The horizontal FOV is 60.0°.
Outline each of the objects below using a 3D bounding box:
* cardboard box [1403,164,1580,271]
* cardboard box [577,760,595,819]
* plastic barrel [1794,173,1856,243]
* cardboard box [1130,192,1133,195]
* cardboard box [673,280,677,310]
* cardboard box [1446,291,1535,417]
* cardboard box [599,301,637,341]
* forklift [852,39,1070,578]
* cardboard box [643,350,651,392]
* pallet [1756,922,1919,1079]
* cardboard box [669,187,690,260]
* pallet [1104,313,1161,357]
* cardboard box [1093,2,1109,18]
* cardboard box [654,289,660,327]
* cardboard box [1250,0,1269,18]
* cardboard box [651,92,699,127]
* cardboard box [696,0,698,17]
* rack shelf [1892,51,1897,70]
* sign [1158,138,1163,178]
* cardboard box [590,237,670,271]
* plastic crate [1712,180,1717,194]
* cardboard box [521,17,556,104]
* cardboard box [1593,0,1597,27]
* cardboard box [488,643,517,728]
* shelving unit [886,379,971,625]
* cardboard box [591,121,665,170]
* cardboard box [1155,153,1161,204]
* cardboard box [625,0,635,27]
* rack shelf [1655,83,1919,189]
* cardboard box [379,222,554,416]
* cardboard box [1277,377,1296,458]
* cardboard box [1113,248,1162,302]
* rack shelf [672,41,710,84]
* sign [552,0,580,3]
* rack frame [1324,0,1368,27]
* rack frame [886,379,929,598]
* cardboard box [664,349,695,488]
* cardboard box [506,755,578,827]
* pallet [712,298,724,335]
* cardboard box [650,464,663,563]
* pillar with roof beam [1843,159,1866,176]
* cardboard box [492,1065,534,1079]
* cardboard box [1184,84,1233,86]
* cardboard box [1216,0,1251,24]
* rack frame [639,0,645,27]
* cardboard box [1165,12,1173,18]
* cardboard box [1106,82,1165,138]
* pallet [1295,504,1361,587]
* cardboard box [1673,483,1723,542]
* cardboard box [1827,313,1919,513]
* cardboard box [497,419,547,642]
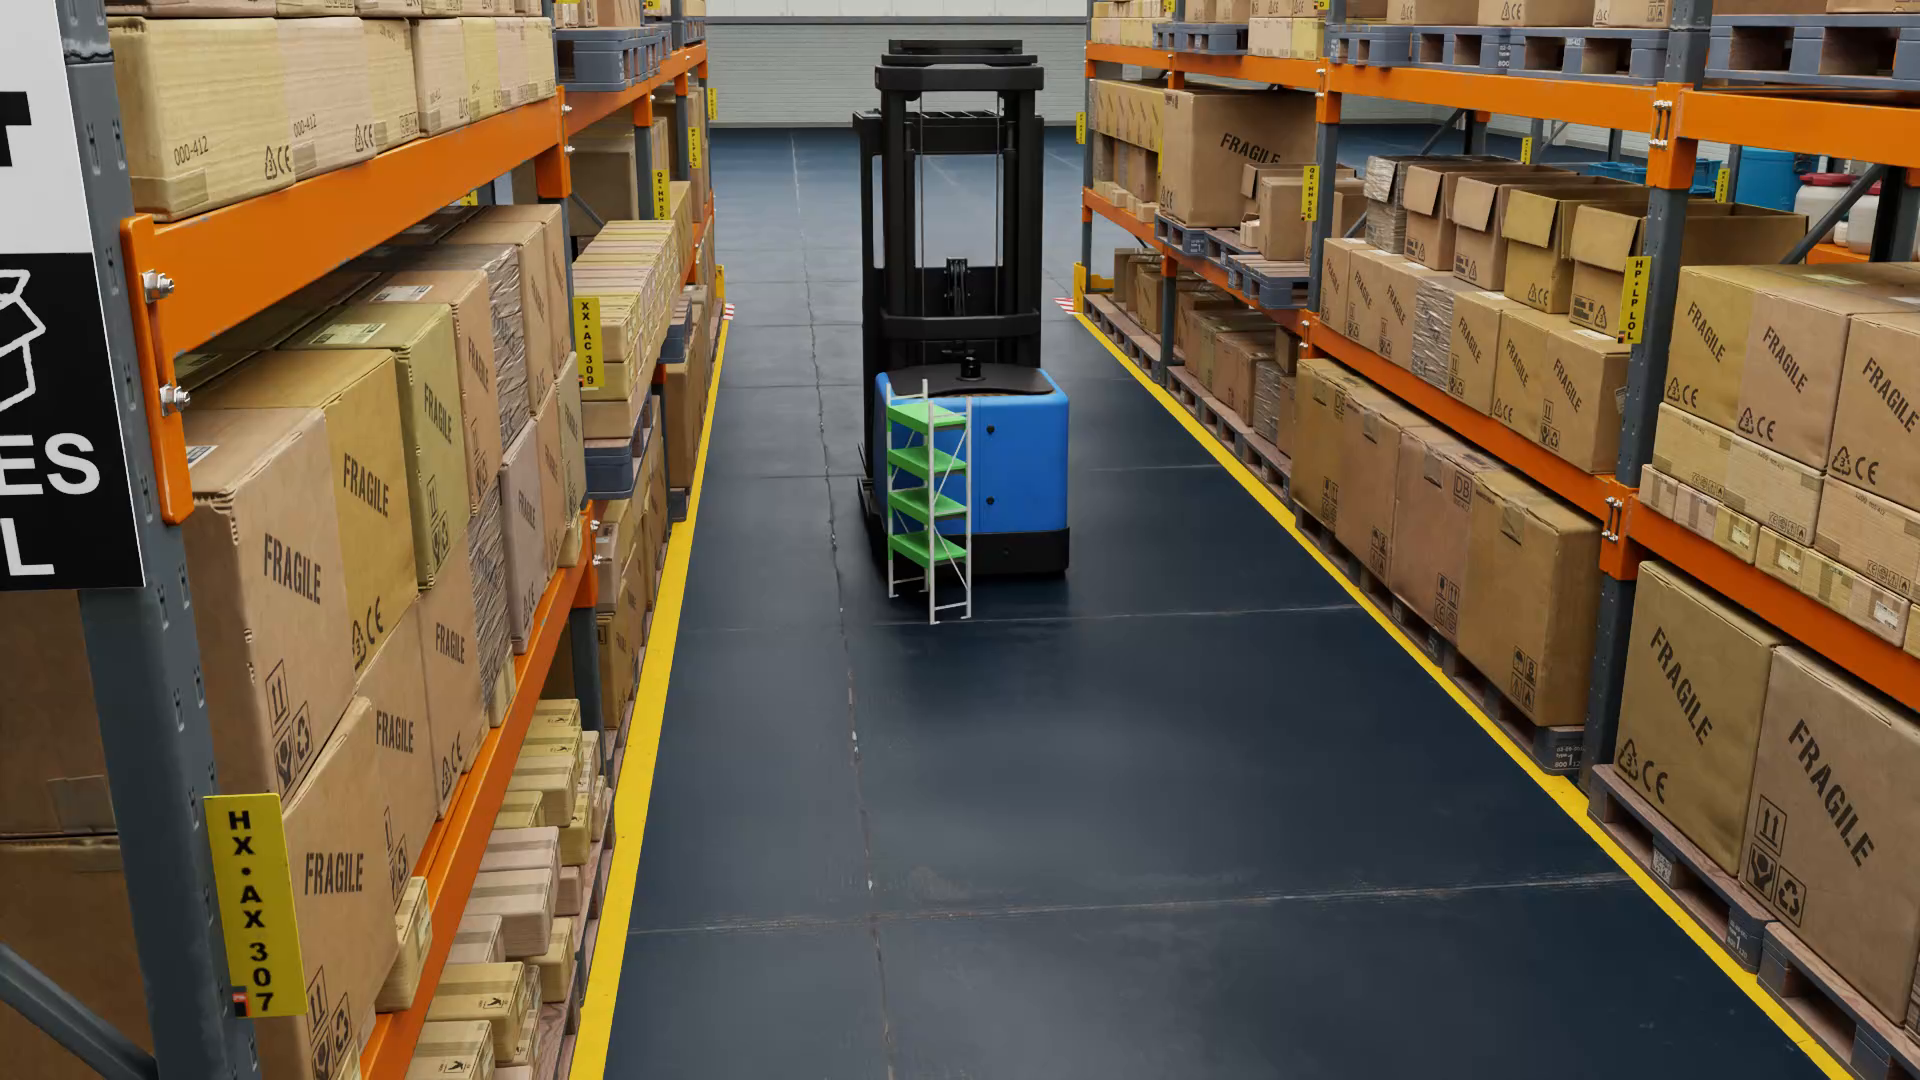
[{"bbox_3d":[2.776,-1.707,8.765,0.797,0.503,0.637,-1,17,-4],"label":"cardboard box"},{"bbox_3d":[-1.490,0.904,5.853,0.380,0.149,0.250,-3,18,-8],"label":"cardboard box"},{"bbox_3d":[7.047,-2.711,13.578,0.433,0.535,0.433,0,17,0],"label":"plastic barrel"},{"bbox_3d":[1.835,-3.244,15.923,0.380,0.149,0.250,-2,18,-6],"label":"cardboard box"},{"bbox_3d":[-1.760,-1.344,9.168,0.380,0.149,0.250,-2,18,-6],"label":"cardboard box"},{"bbox_3d":[2.640,-0.883,7.816,0.500,0.500,0.500,-2,18,-6],"label":"cardboard box"},{"bbox_3d":[-1.497,-0.857,6.625,0.380,0.149,0.250,-1,17,-4],"label":"cardboard box"},{"bbox_3d":[-0.079,-1.586,10.335,1.130,2.935,3.031,-2,18,-7],"label":"forklift"},{"bbox_3d":[-1.543,-0.722,7.189,0.380,0.149,0.250,-2,18,-5],"label":"cardboard box"},{"bbox_3d":[3.194,1.522,4.976,1.003,0.211,1.213,-2,18,-6],"label":"pallet"},{"bbox_3d":[-2.332,-2.412,12.685,0.500,0.500,0.500,-2,18,-6],"label":"cardboard box"},{"bbox_3d":[2.006,-2.018,16.252,1.003,0.211,1.213,-2,18,-6],"label":"pallet"},{"bbox_3d":[1.556,-5.357,16.810,0.380,0.149,0.250,-1,17,-4],"label":"cardboard box"},{"bbox_3d":[-1.626,-1.098,7.890,0.380,0.149,0.250,-2,18,-7],"label":"cardboard box"},{"bbox_3d":[2.255,-3.746,11.090,0.500,0.500,0.500,-1,17,-5],"label":"cardboard box"},{"bbox_3d":[-2.862,-3.843,15.356,0.875,0.550,0.500,-2,18,-6],"label":"cardboard box"},{"bbox_3d":[-2.561,-4.793,14.981,0.380,0.149,0.250,-2,17,-5],"label":"cardboard box"},{"bbox_3d":[7.373,-3.430,12.288,1.077,0.370,4.000,-2,18,-6],"label":"rack shelf"},{"bbox_3d":[1.701,-3.179,13.850,0.100,0.325,0.005,-2,18,-6],"label":"sign"},{"bbox_3d":[-1.703,-1.470,8.578,0.380,0.149,0.250,-1,17,-4],"label":"cardboard box"},{"bbox_3d":[7.239,-3.068,15.046,0.767,0.338,0.504,-2,18,-6],"label":"plastic crate"},{"bbox_3d":[-1.560,-1.500,5.190,0.500,0.250,0.500,-1,17,-4],"label":"cardboard box"},{"bbox_3d":[3.060,-2.362,7.402,0.380,0.149,0.250,-2,18,-8],"label":"cardboard box"},{"bbox_3d":[-1.384,0.383,4.369,0.380,0.149,0.250,-1,17,-5],"label":"cardboard box"},{"bbox_3d":[-0.168,-0.208,8.837,0.258,1.200,0.503,-9,20,-27],"label":"shelving unit"},{"bbox_3d":[-2.592,-2.886,12.525,0.700,0.500,0.500,-2,18,-7],"label":"cardboard box"},{"bbox_3d":[2.238,-3.261,14.892,0.875,0.500,0.500,-2,18,-6],"label":"cardboard box"},{"bbox_3d":[-1.916,-2.638,8.398,0.500,0.500,0.500,-2,18,-6],"label":"cardboard box"},{"bbox_3d":[3.271,-0.894,4.209,1.077,0.370,4.000,-2,18,-6],"label":"rack shelf"},{"bbox_3d":[-1.503,-0.660,4.937,0.500,0.500,0.500,-2,18,-7],"label":"cardboard box"},{"bbox_3d":[2.563,-0.810,11.187,0.700,0.500,0.500,-3,18,-9],"label":"cardboard box"},{"bbox_3d":[1.875,-2.798,17.554,0.500,0.500,0.500,1,17,5],"label":"cardboard box"},{"bbox_3d":[-2.911,-4.346,15.205,1.077,0.370,4.000,-2,18,-6],"label":"rack shelf"},{"bbox_3d":[-1.340,-1.975,5.590,0.100,0.325,0.005,-2,18,-6],"label":"sign"},{"bbox_3d":[2.652,-4.456,9.346,1.000,3.000,0.127,-2,18,-6],"label":"rack frame"},{"bbox_3d":[-0.284,-0.272,9.042,0.240,1.200,0.015,-9,20,-27],"label":"rack frame"},{"bbox_3d":[-2.265,-0.781,10.713,1.050,0.750,0.750,-2,18,-6],"label":"cardboard box"},{"bbox_3d":[-1.485,0.844,5.545,0.380,0.149,0.250,-2,18,-6],"label":"cardboard box"},{"bbox_3d":[-2.957,-2.287,17.111,1.003,0.211,1.213,-2,18,-6],"label":"pallet"},{"bbox_3d":[-1.914,-0.135,9.072,0.500,0.500,0.500,-1,17,-3],"label":"cardboard box"},{"bbox_3d":[12.021,-10.559,28.785,9.100,9.000,0.400,-2,18,-6],"label":"pillar with roof beam"},{"bbox_3d":[-1.321,1.528,4.360,0.380,0.149,0.250,-3,18,-8],"label":"cardboard box"},{"bbox_3d":[2.279,-4.040,15.706,0.500,0.500,0.500,-2,18,-6],"label":"cardboard box"},{"bbox_3d":[2.288,-4.042,12.163,0.797,0.503,0.637,-1,17,-3],"label":"cardboard box"},{"bbox_3d":[-2.292,-4.332,8.954,1.000,3.000,0.127,-2,18,-6],"label":"rack frame"},{"bbox_3d":[1.919,-4.423,13.834,0.380,0.149,0.250,-1,17,-4],"label":"cardboard box"},{"bbox_3d":[1.710,-4.173,16.129,0.500,0.500,0.500,-2,18,-6],"label":"cardboard box"},{"bbox_3d":[2.659,-0.026,9.907,1.003,0.211,1.213,-2,18,-6],"label":"pallet"},{"bbox_3d":[2.792,-0.105,5.923,0.380,0.149,0.250,-2,18,-7],"label":"cardboard box"},{"bbox_3d":[2.961,-0.377,4.873,0.500,0.500,0.500,-2,18,-7],"label":"cardboard box"},{"bbox_3d":[-1.446,-0.030,4.601,0.500,0.500,0.500,-2,18,-6],"label":"cardboard box"}]
